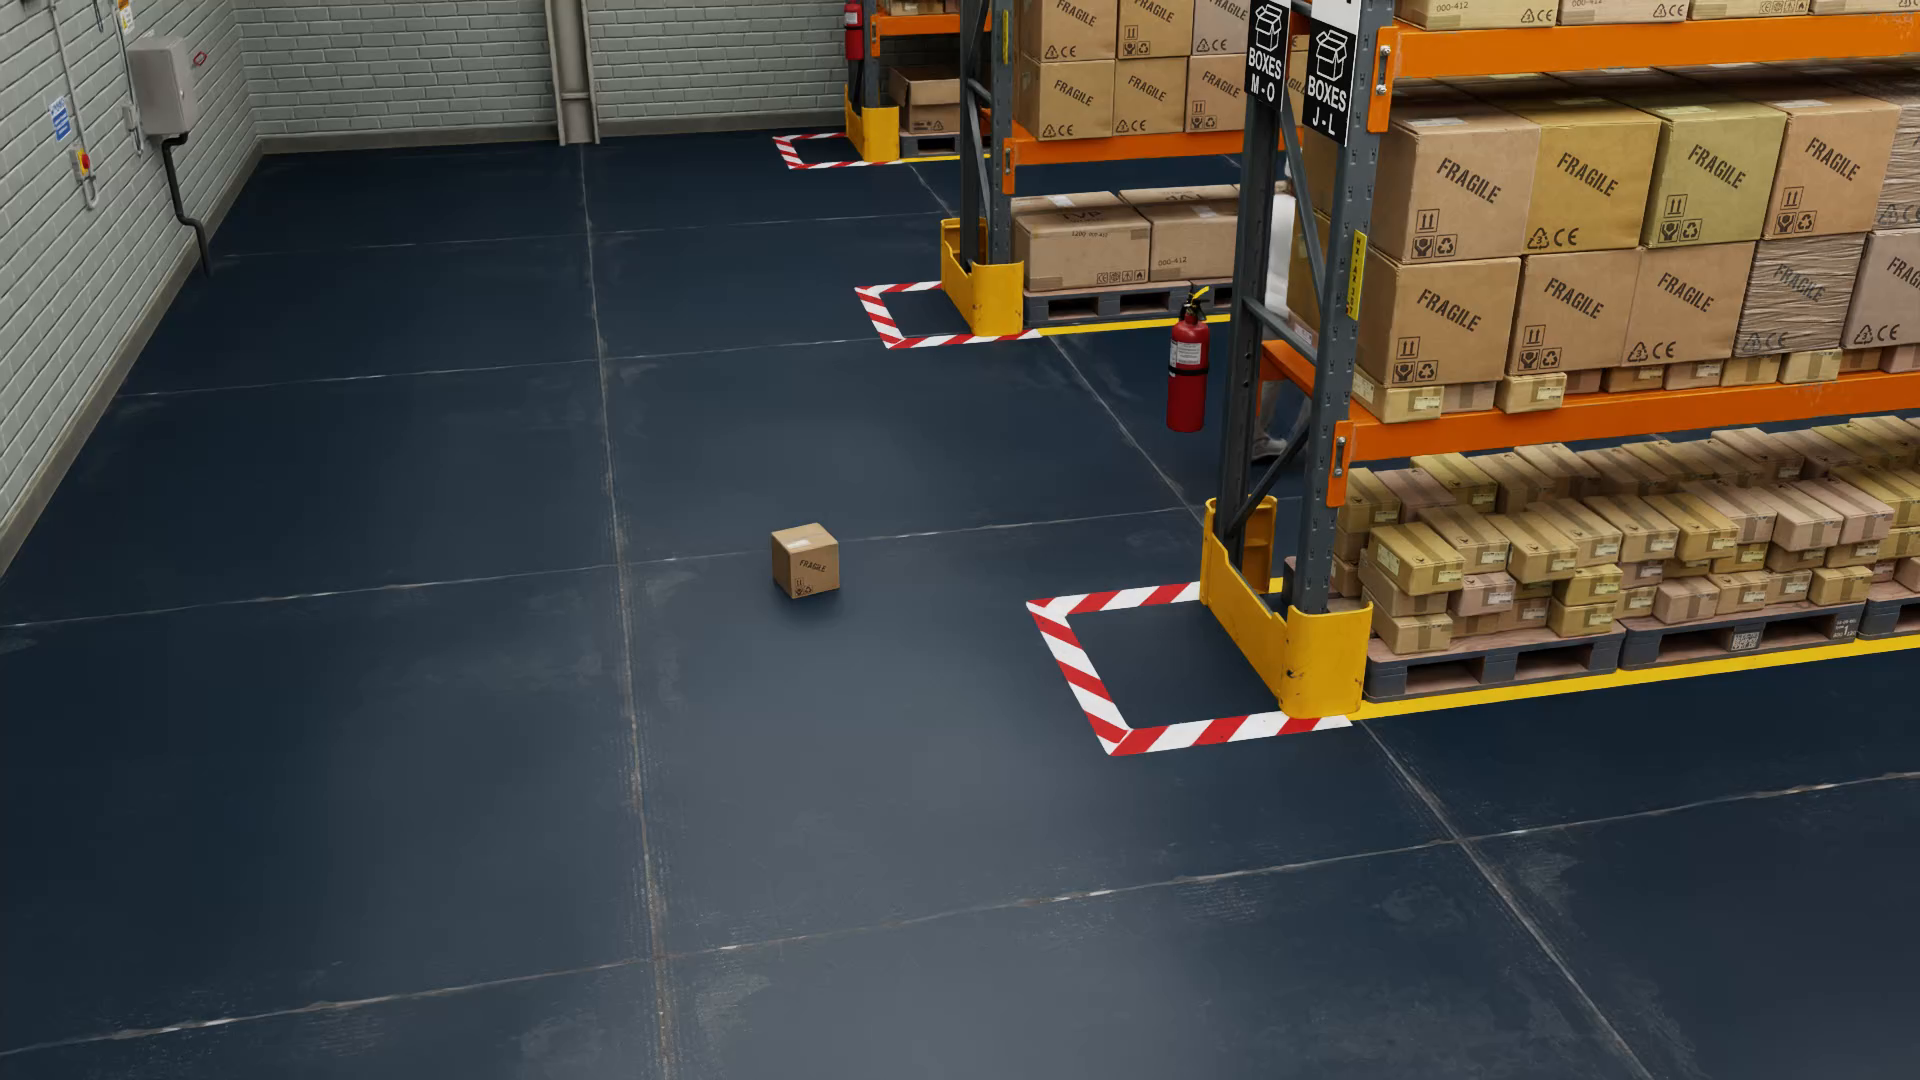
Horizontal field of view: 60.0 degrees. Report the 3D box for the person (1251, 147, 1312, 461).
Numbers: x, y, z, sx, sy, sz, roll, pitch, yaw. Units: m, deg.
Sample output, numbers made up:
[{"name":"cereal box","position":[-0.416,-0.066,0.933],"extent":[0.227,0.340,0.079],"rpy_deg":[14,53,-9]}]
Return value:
[{"name":"person","position":[1.845,-1.257,9.093],"extent":[0.532,1.799,0.598],"rpy_deg":[-15,30,-27]}]
